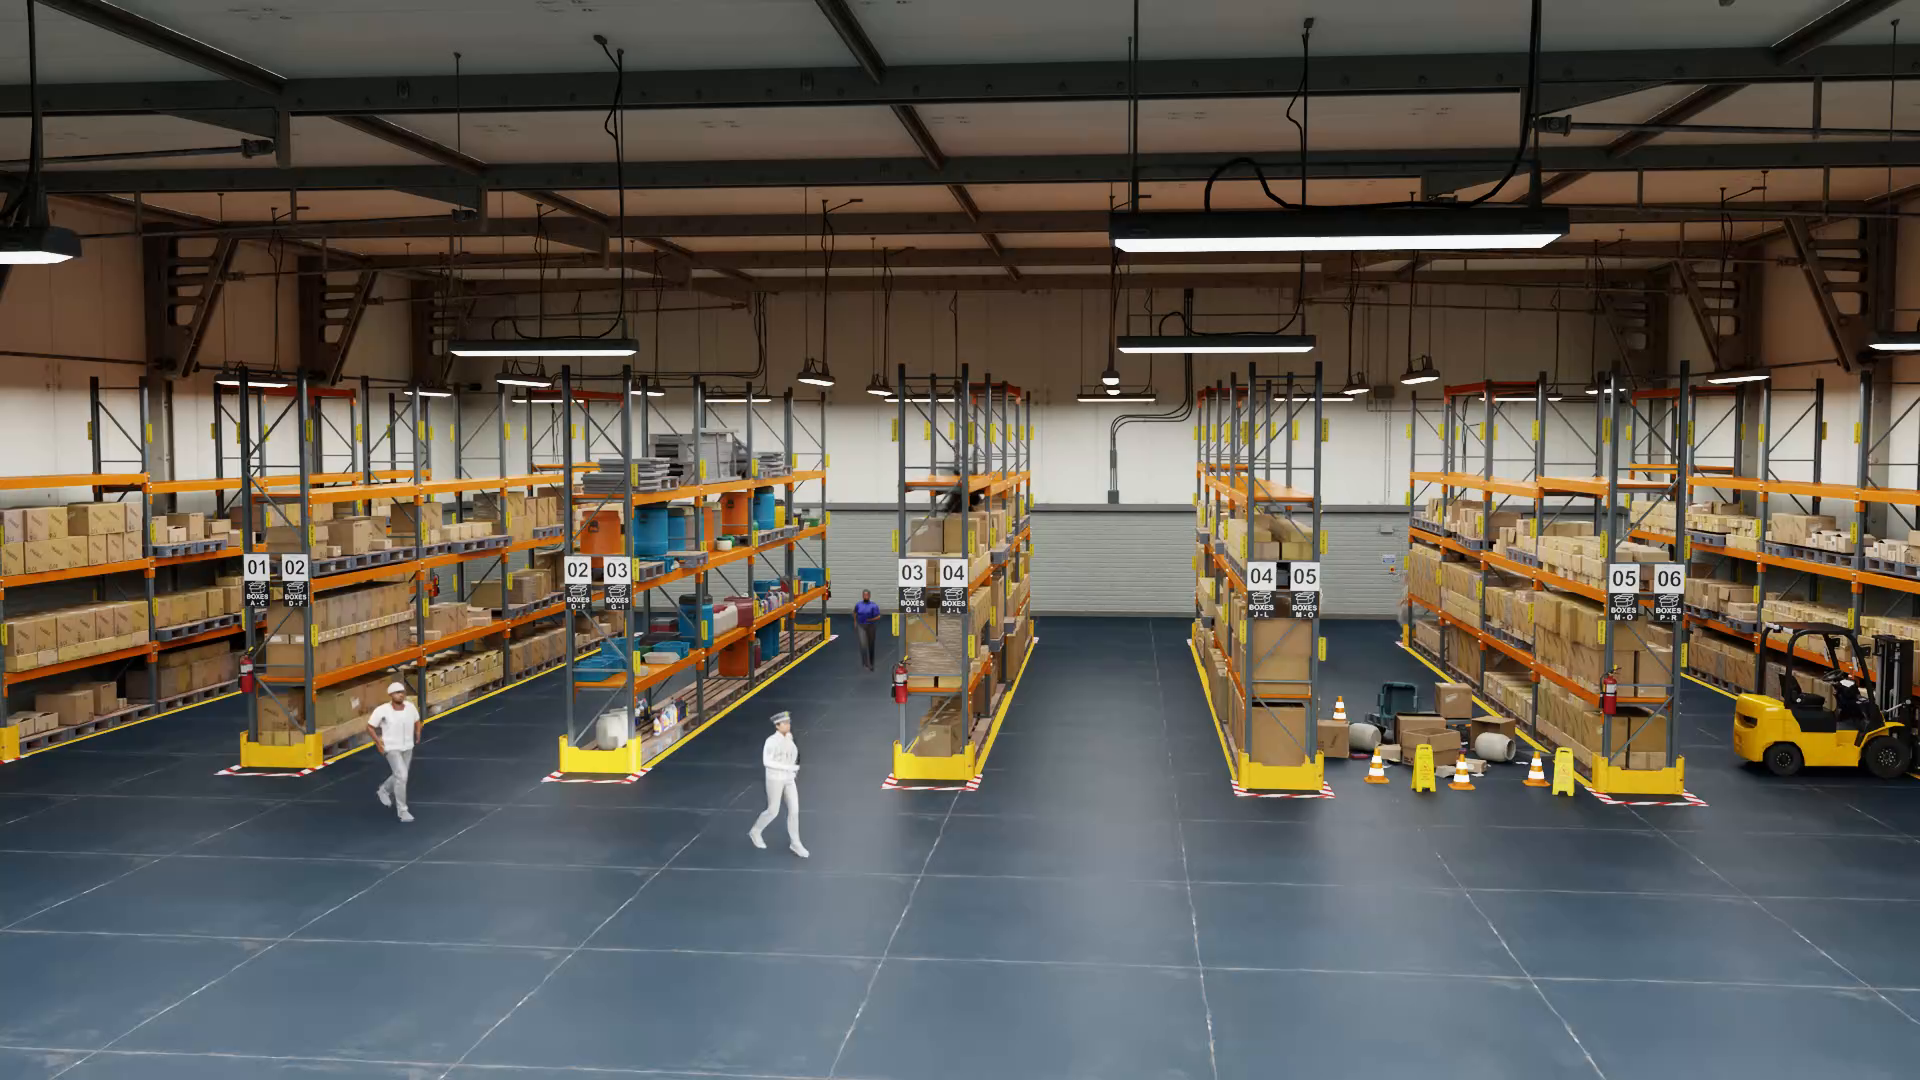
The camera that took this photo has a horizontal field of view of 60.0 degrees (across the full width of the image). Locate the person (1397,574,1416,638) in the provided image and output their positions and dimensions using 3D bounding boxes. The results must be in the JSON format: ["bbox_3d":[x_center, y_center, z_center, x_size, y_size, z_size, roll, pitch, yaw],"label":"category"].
[{"bbox_3d":[10.864,1.623,40.340,0.545,1.586,0.611,2,4,27],"label":"person"}]

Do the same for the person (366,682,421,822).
[{"bbox_3d":[-7.356,2.729,21.684,0.844,1.790,0.696,3,5,38],"label":"person"}]

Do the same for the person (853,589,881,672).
[{"bbox_3d":[-1.858,1.820,33.115,0.578,1.655,0.819,0,4,2],"label":"person"}]

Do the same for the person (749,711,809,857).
[{"bbox_3d":[-2.154,2.883,19.820,0.818,1.727,0.630,3,4,35],"label":"person"}]
